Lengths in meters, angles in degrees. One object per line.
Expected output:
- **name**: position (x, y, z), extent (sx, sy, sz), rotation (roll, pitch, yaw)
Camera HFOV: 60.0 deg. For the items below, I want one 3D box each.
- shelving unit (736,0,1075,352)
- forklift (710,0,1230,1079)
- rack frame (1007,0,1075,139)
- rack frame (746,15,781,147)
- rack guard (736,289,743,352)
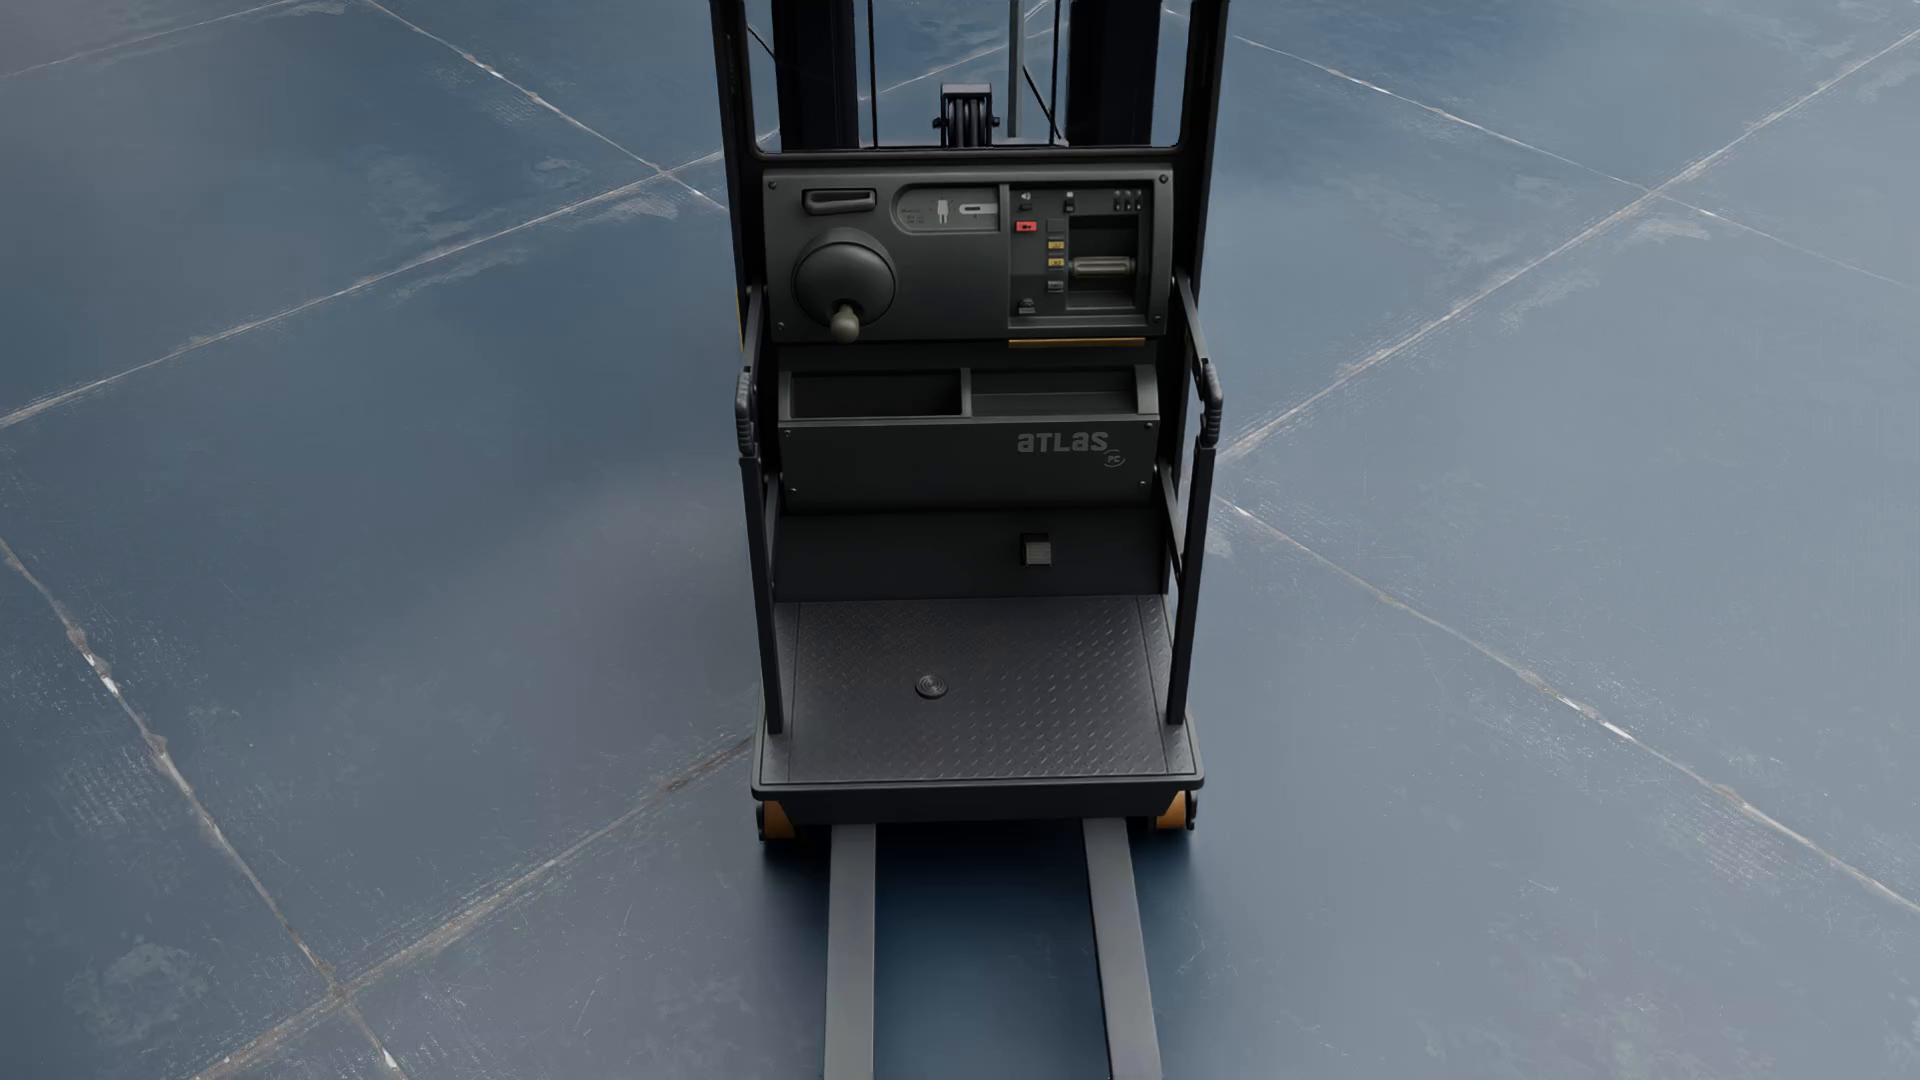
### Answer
- **shelving unit**: position (-0.198, -1.293, 5.657), extent (1.083, 1.500, 0.587), rotation (17, 42, 20)
- **forklift**: position (0.030, -0.577, 3.631), extent (1.130, 2.935, 3.031), rotation (-1, 39, -1)
- **rack frame**: position (0.267, -1.150, 5.481), extent (0.032, 1.500, 0.500), rotation (17, 42, 20)
- **rack frame**: position (-0.647, -1.430, 5.827), extent (0.032, 1.500, 0.500), rotation (17, 42, 20)
- **rack guard**: position (-0.646, -0.944, 6.220), extent (0.087, 0.250, 0.587), rotation (17, 42, 20)
